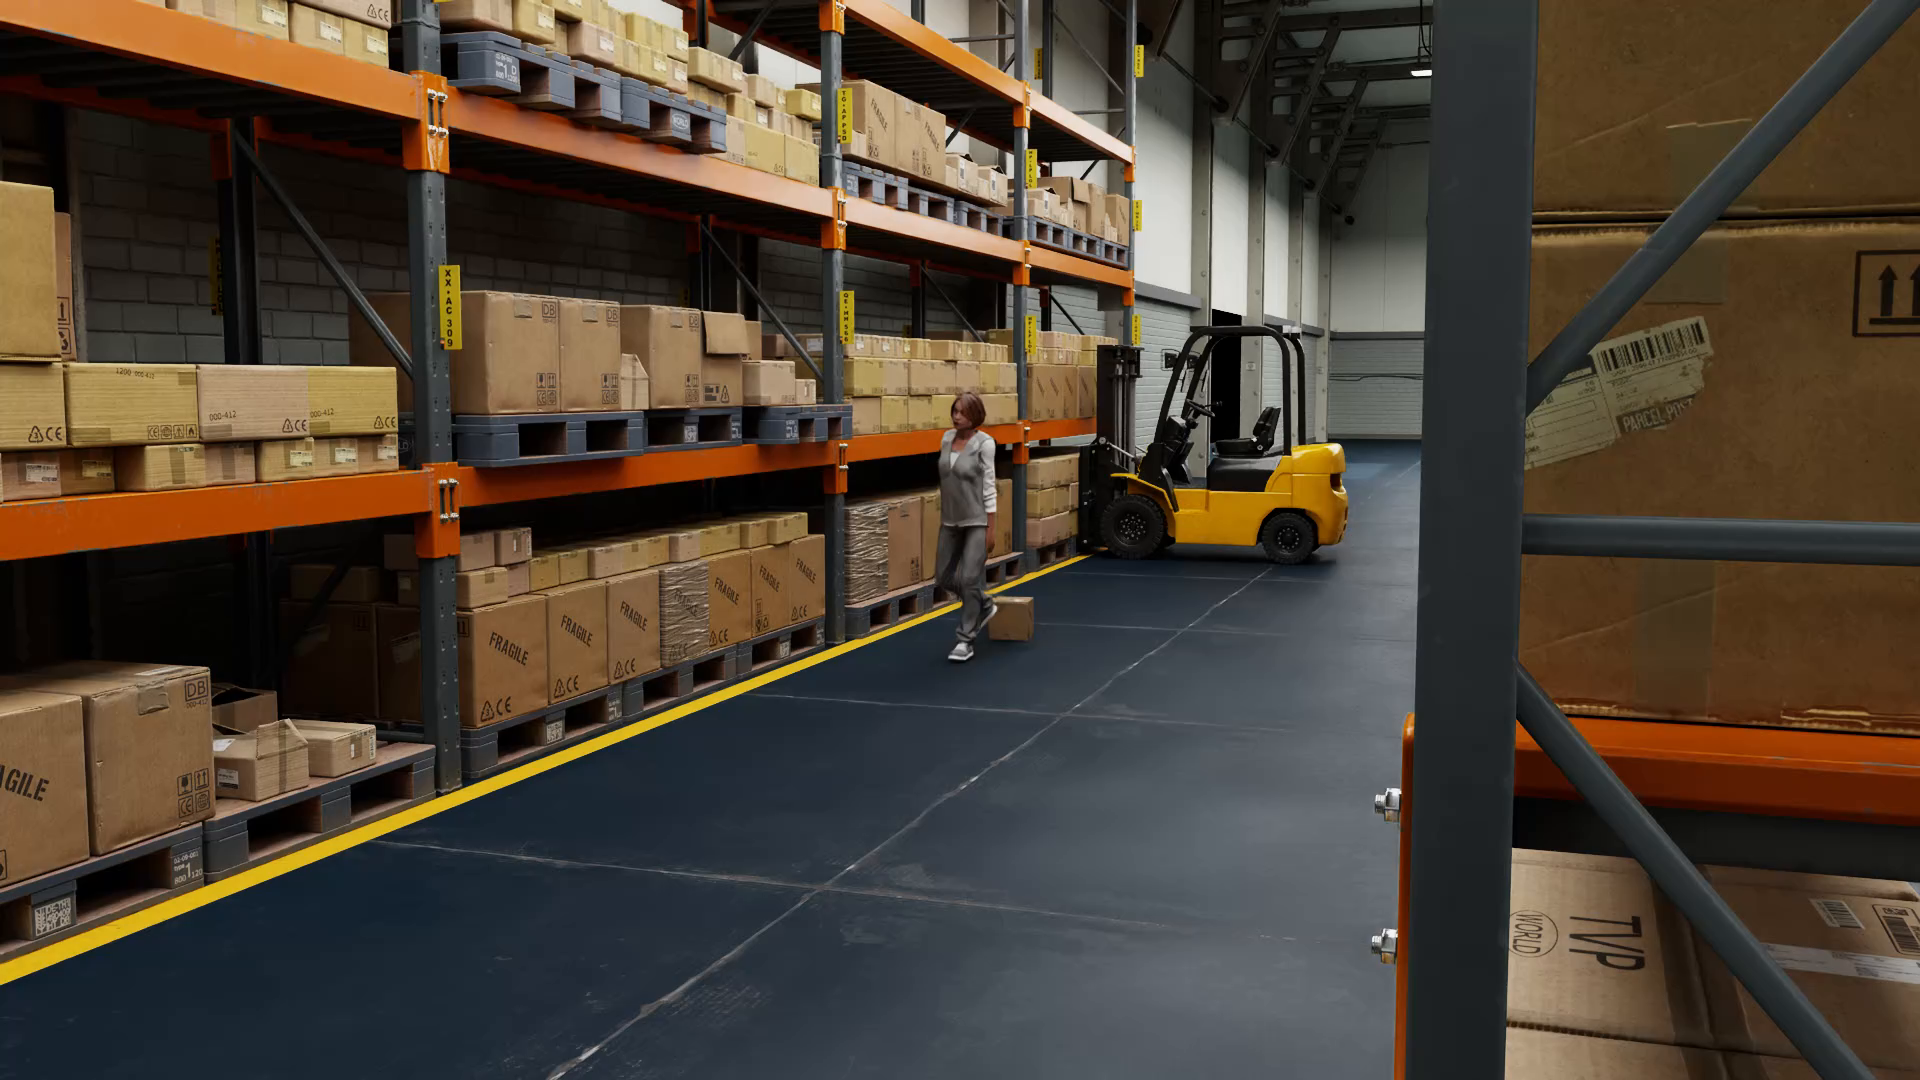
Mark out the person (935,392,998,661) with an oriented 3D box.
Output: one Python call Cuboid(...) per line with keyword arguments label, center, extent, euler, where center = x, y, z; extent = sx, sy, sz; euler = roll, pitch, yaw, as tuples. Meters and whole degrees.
Cuboid(label="person", center=(0.097, -0.092, 9.902), extent=(0.449, 1.578, 0.596), euler=(4, 7, 36))
